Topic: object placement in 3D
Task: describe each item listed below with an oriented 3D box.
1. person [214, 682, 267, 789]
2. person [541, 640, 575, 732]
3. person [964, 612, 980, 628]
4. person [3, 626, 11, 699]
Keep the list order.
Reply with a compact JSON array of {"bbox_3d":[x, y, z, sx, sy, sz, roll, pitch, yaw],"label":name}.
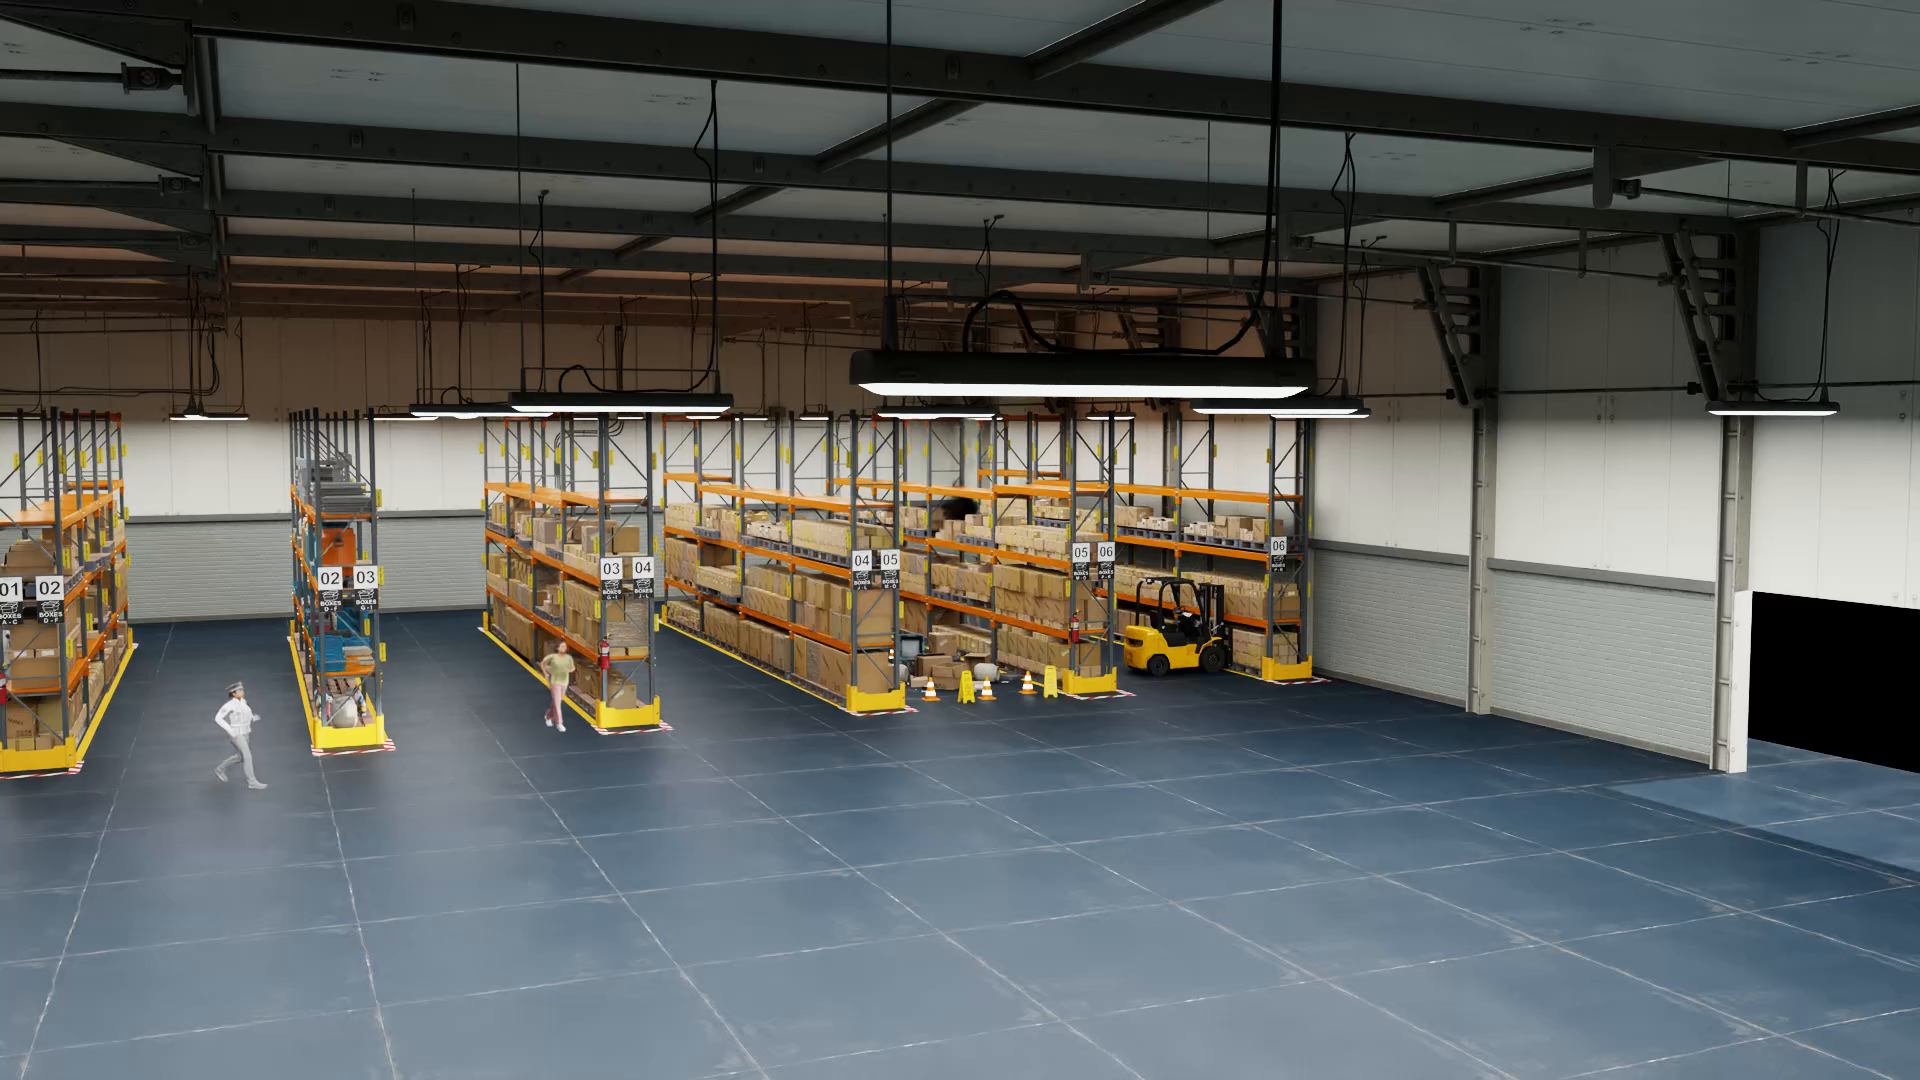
[{"bbox_3d":[-11.285,3.042,25.999,0.927,1.672,0.619,0,4,6],"label":"person"},{"bbox_3d":[-7.421,2.679,30.931,0.587,1.640,1.016,-3,5,-39],"label":"person"},{"bbox_3d":[0.330,1.724,44.912,0.596,1.740,0.720,-2,4,-26],"label":"person"},{"bbox_3d":[-19.891,2.490,34.477,0.564,1.716,0.836,-2,4,-27],"label":"person"}]
